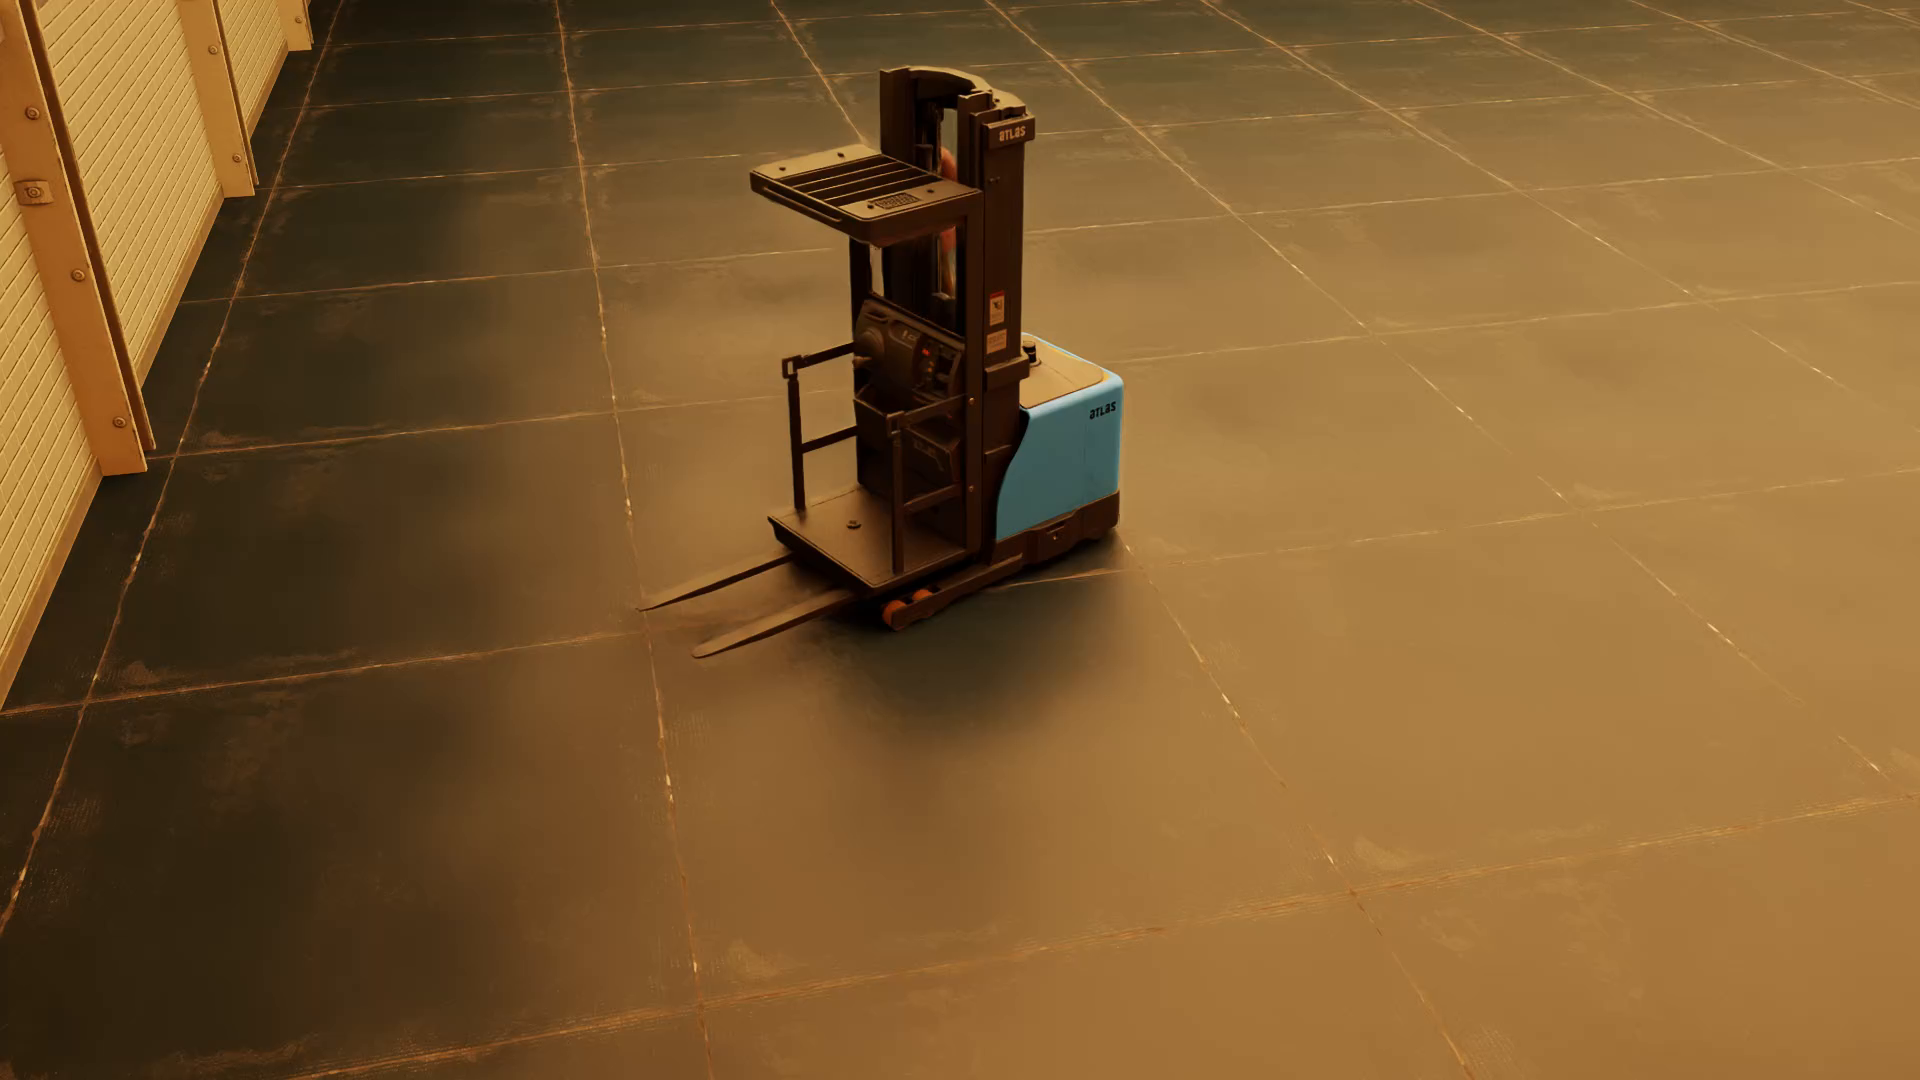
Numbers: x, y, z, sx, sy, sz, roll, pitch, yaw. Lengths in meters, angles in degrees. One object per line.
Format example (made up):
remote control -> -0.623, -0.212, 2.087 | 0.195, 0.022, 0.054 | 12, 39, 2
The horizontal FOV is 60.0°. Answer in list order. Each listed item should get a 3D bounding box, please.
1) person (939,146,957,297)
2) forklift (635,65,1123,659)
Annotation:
person -> -0.309, -2.522, 13.076 | 0.691, 1.783, 0.563 | -2, 30, -3
forklift -> -0.458, -1.048, 9.384 | 3.031, 2.935, 1.130 | -22, 37, -33
